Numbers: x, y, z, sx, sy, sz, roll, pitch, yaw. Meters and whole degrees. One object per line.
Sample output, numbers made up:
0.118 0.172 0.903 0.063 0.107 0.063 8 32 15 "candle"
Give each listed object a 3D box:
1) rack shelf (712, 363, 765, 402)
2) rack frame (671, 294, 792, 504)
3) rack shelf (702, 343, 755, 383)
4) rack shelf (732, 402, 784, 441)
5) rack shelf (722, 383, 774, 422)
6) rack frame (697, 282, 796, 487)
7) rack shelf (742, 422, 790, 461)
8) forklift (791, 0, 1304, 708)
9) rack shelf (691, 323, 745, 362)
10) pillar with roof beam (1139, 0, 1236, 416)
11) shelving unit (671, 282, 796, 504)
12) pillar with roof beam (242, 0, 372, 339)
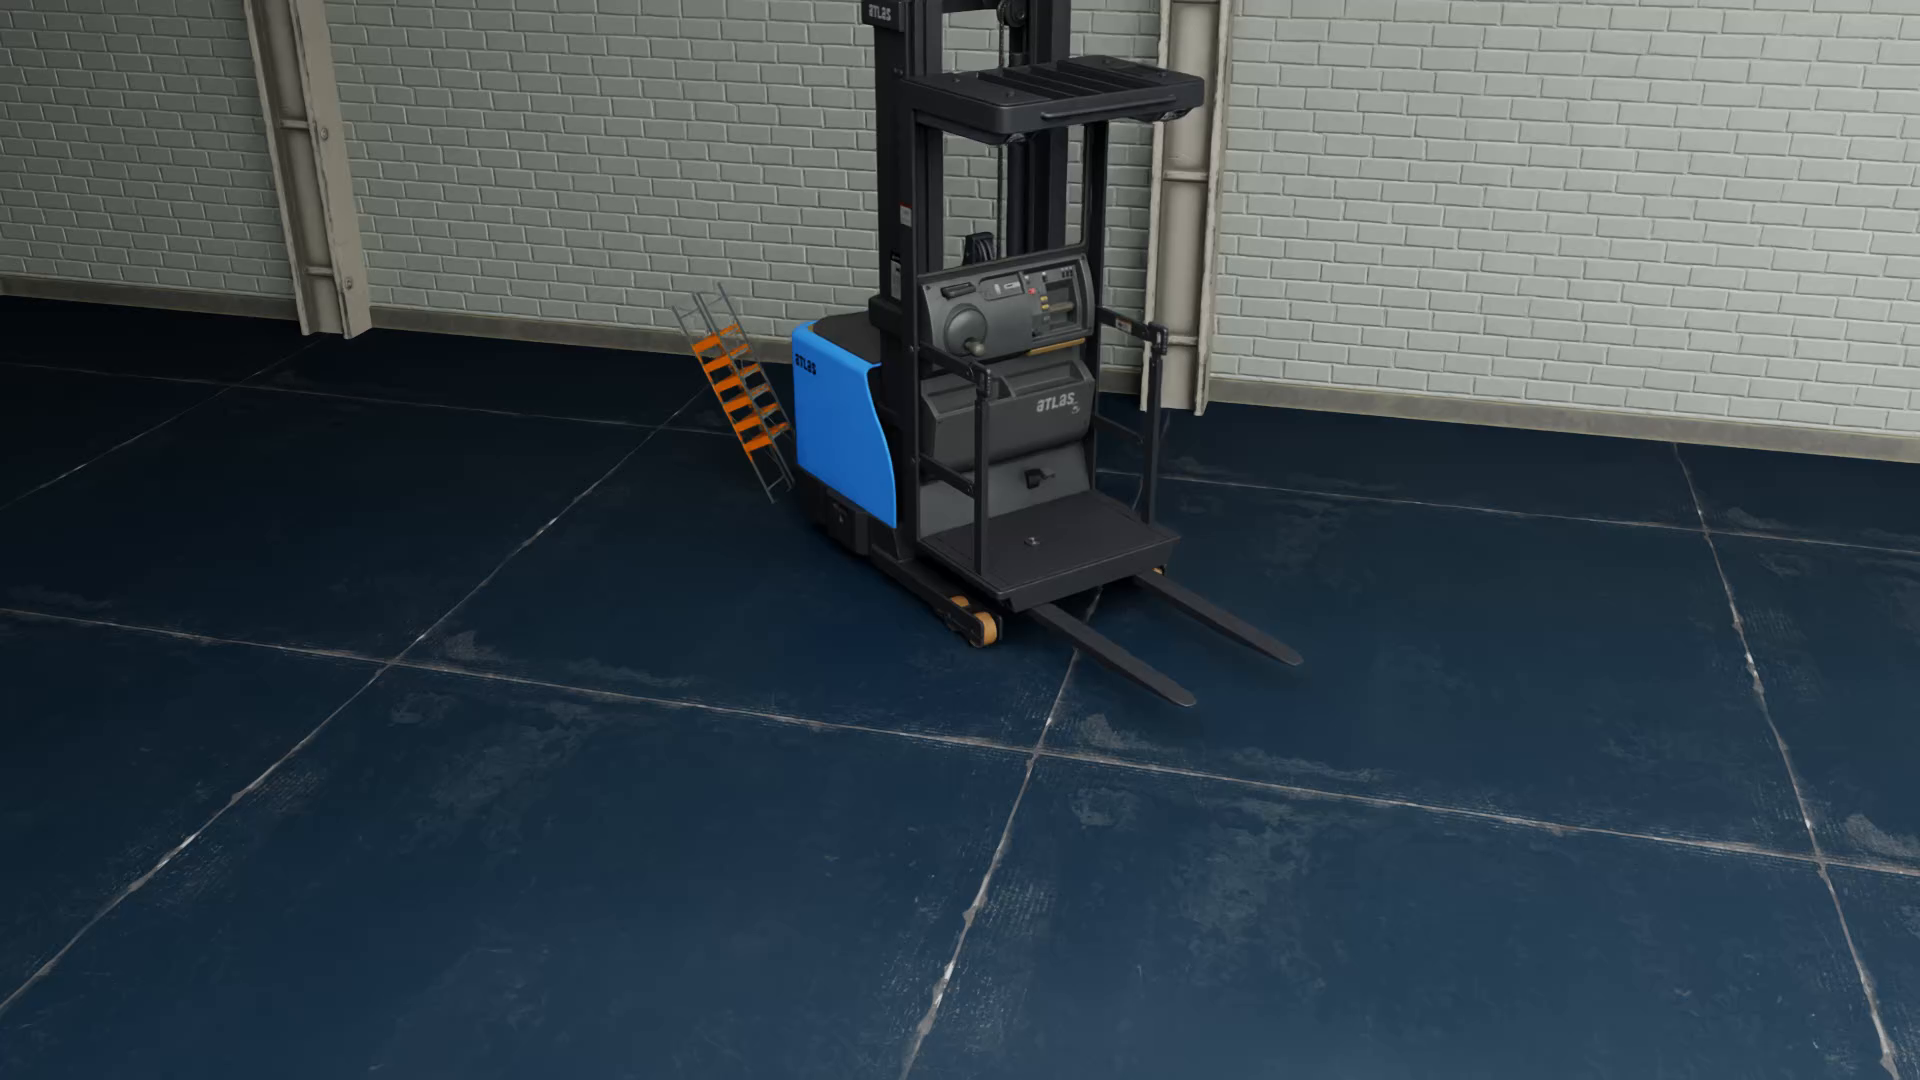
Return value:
-1.201 -0.864 9.064 0.180 0.103 0.258 -19 15 29 "rack shelf"
-1.245 -0.772 9.125 0.006 1.200 0.240 -19 15 29 "rack frame"
-1.252 -0.970 9.037 0.180 0.103 0.258 -19 15 29 "rack shelf"
-1.099 -0.654 9.118 0.180 0.103 0.258 -19 15 29 "rack shelf"
-1.150 -0.759 9.091 0.180 0.103 0.258 -19 15 29 "rack shelf"
-1.093 -0.824 9.037 0.006 1.200 0.240 -19 15 29 "rack frame"
-1.047 -0.549 9.144 0.180 0.103 0.258 -19 15 29 "rack shelf"
0.354 -1.059 7.565 1.130 2.935 3.031 -16 30 -30 "forklift"
-1.303 -1.075 9.011 0.180 0.103 0.258 -19 15 29 "rack shelf"
0.287 -3.131 4.857 0.400 9.000 9.100 6 26 13 "pillar with roof beam"
-1.169 -0.798 9.081 0.189 1.200 0.258 -19 15 29 "shelving unit"
-5.524 -3.773 6.207 0.400 9.000 9.100 6 26 13 "pillar with roof beam"
